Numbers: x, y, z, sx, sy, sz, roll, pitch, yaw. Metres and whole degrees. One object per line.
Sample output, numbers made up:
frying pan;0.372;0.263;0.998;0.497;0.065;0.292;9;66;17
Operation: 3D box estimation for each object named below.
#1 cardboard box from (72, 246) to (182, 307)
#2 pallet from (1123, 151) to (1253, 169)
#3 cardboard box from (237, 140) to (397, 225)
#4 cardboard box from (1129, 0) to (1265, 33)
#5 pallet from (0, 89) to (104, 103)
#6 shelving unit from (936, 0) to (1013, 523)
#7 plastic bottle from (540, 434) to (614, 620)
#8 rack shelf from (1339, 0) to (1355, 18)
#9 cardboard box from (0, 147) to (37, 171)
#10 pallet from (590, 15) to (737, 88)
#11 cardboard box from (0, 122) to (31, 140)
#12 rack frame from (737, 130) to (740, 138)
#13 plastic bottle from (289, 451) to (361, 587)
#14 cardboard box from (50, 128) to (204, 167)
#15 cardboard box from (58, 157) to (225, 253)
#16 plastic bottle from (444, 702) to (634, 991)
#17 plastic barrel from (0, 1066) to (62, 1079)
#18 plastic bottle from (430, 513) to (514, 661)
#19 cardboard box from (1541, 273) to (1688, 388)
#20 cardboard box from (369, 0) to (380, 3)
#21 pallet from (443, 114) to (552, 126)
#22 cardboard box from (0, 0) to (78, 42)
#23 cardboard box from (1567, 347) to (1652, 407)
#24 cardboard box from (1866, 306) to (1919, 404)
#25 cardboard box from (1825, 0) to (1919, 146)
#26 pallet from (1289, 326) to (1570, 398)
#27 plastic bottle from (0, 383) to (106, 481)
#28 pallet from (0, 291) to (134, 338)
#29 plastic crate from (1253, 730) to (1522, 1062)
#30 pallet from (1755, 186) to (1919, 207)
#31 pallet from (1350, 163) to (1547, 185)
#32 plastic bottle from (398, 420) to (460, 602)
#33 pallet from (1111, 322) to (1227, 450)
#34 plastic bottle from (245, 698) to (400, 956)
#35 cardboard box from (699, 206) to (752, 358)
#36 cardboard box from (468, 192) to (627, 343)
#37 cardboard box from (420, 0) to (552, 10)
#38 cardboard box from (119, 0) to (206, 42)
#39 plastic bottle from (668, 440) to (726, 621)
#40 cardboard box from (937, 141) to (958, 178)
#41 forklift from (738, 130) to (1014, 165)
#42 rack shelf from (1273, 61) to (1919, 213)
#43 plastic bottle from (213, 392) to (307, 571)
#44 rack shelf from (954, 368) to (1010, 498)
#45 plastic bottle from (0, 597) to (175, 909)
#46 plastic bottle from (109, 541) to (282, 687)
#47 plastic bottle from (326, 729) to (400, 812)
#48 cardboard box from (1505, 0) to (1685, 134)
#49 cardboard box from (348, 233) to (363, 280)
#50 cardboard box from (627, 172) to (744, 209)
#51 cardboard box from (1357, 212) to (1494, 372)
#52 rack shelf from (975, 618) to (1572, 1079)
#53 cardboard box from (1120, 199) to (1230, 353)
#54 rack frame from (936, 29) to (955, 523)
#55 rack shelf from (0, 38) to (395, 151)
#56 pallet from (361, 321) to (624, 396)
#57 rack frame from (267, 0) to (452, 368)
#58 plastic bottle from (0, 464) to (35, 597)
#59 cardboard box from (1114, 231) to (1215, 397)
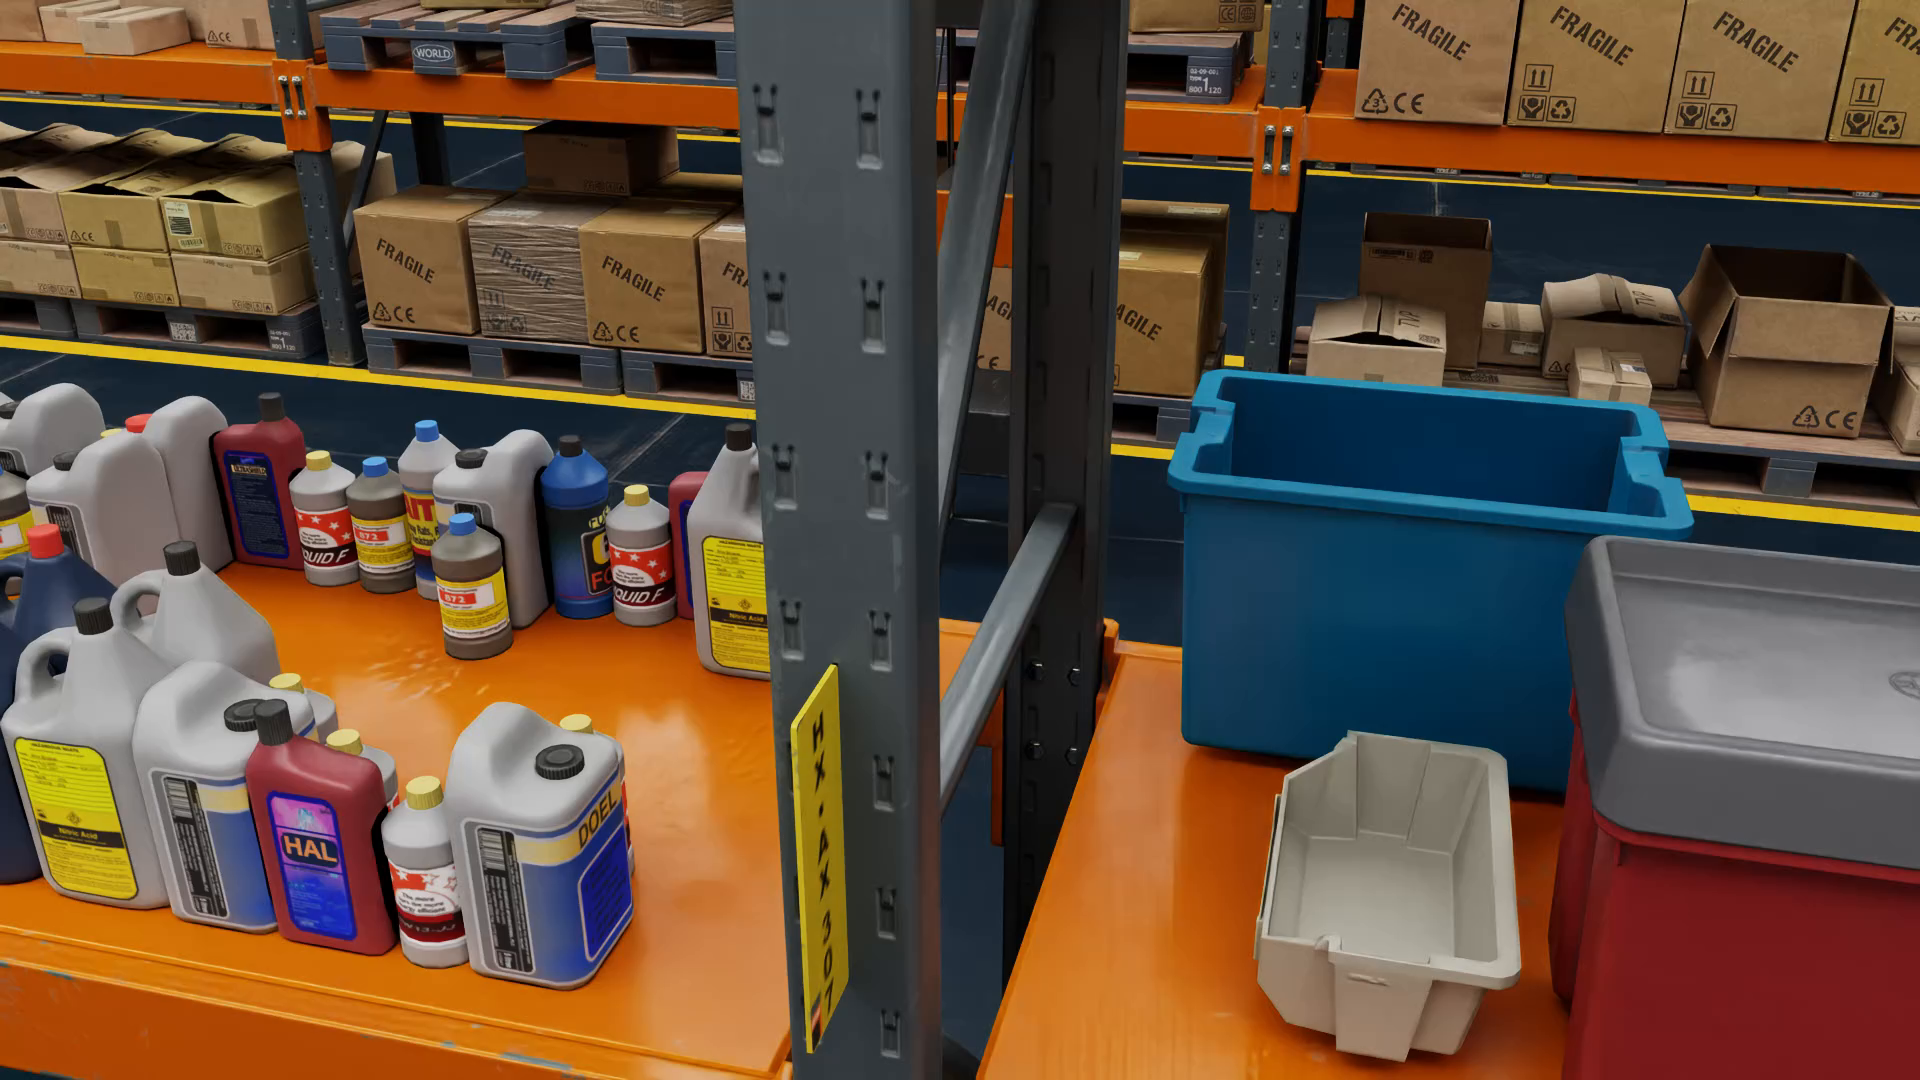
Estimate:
cardboard box;-3.682;-1.283;7.665;0.500;0.250;0.500;6;26;12
pallet;1.726;-2.753;11.287;1.213;0.211;1.003;6;26;13
cardboard box;-3.046;-1.706;7.902;0.500;0.311;0.500;7;26;15
cardboard box;0.859;-2.277;6.438;0.500;0.500;0.700;-2;26;-5
pallet;-7.100;-3.745;13.371;1.213;0.211;1.003;6;26;13
shelving unit;0.160;-0.930;5.261;0.503;2.100;0.431;6;26;13
plastic bottle;-0.564;-0.025;2.462;0.097;0.271;0.097;0;25;0
rack shelf;4.429;-3.422;10.285;4.000;0.370;1.077;6;26;13
cardboard box;-4.659;-1.644;7.771;0.500;0.311;0.500;7;26;14
pallet;-0.727;-2.033;6.755;1.213;0.211;1.003;6;26;13
cardboard box;-5.034;-1.924;8.360;0.500;0.311;0.500;6;26;13
rack frame;-1.382;-4.389;11.479;0.127;3.000;1.000;6;26;13
plastic bottle;-0.977;-0.039;2.573;0.097;0.201;0.097;0;25;0
cardboard box;-4.050;-1.814;8.129;0.500;0.311;0.500;6;26;12
cardboard box;-3.686;-1.534;7.541;0.500;0.311;0.500;6;26;12
plastic bottle;-0.438;0.312;1.749;0.135;0.276;0.152;6;26;13
plastic barrel;-1.184;0.780;2.574;0.708;0.901;0.600;6;26;13
plastic bottle;-0.696;0.060;2.366;0.097;0.201;0.097;0;25;0
cardboard box;2.611;-0.859;6.682;0.500;0.311;0.500;6;26;13
cardboard box;-4.112;-4.108;12.413;0.500;0.250;0.500;6;26;12
pallet;-3.316;-3.346;12.532;1.213;0.211;1.003;6;26;13
cardboard box;-4.241;-2.544;7.488;0.500;0.500;0.500;5;26;10
cardboard box;2.455;-0.594;6.292;0.250;0.166;0.380;6;26;13
cardboard box;3.711;-0.710;6.439;0.500;0.250;0.500;6;26;13
cardboard box;3.161;-1.613;5.533;0.500;0.500;0.500;6;26;12
pallet;1.927;-0.565;6.691;1.213;0.211;1.003;6;26;13
plastic bottle;-1.450;-0.112;2.641;0.135;0.276;0.152;6;26;13
pallet;-4.577;-1.303;8.241;1.213;0.211;1.003;6;26;13
plastic crate;0.440;0.365;1.731;0.243;0.136;0.396;6;26;13
pallet;5.572;-2.326;10.391;1.213;0.211;1.003;6;26;13
pallet;3.209;-2.588;10.940;1.213;0.211;1.003;6;26;13
plastic bottle;-0.789;-0.049;2.514;0.097;0.271;0.097;0;25;0
pallet;0.465;-0.710;6.997;1.213;0.211;1.003;6;26;13
plastic bottle;-0.673;0.303;1.760;0.133;0.283;0.061;6;26;13
cardboard box;-0.743;-1.065;6.894;0.500;0.500;0.500;5;26;11
cardboard box;-1.734;-1.175;7.124;0.500;0.500;0.500;5;26;11
cardboard box;-1.974;-2.541;6.992;0.500;0.500;0.700;-2;26;-5
cardboard box;-3.430;-2.462;7.536;0.500;0.311;0.500;6;26;12
plastic bottle;-0.353;-0.015;2.427;0.133;0.283;0.061;6;26;13
cardboard box;-0.114;-1.567;7.075;0.500;0.250;0.500;6;26;13
forklift;-0.482;-3.440;9.567;1.130;2.935;3.031;-15;29;-28
rack shelf;3.199;-1.359;5.952;4.000;0.370;1.077;6;26;13
plastic bottle;-1.084;-0.096;2.597;0.133;0.283;0.061;6;26;13
rack shelf;0.160;-0.286;5.568;0.480;0.518;0.431;6;26;13
plastic bottle;-0.947;0.224;1.848;0.185;0.351;0.144;6;26;13
plastic bottle;-0.911;0.164;1.974;0.185;0.351;0.144;6;26;13
plastic bottle;-0.671;0.305;1.851;0.097;0.201;0.097;0;25;0
cardboard box;2.184;-1.722;5.760;0.500;0.500;0.500;7;26;14
cardboard box;-3.046;-1.453;8.022;0.500;0.250;0.500;6;26;13
cardboard box;-1.147;-1.338;7.468;0.500;0.500;0.500;5;26;11
cardboard box;1.884;-1.025;6.810;0.500;0.500;0.500;6;26;13
rack shelf;1.962;0.703;1.622;4.000;0.370;1.077;6;26;13
cardboard box;0.854;-1.121;7.012;0.500;0.500;0.500;5;26;11
rack frame;-0.076;-0.956;5.316;0.015;2.100;0.400;6;26;13
rack shelf;-4.549;-2.216;7.751;4.000;0.370;1.077;6;26;13
pallet;-1.898;-0.972;7.545;1.213;0.211;1.003;6;26;13
rack frame;-2.612;-2.326;7.147;0.127;3.000;1.000;6;26;13
plastic bottle;-1.463;-0.025;2.544;0.097;0.201;0.097;0;25;0
cardboard box;0.713;-0.902;6.550;0.500;0.500;0.500;6;26;13
